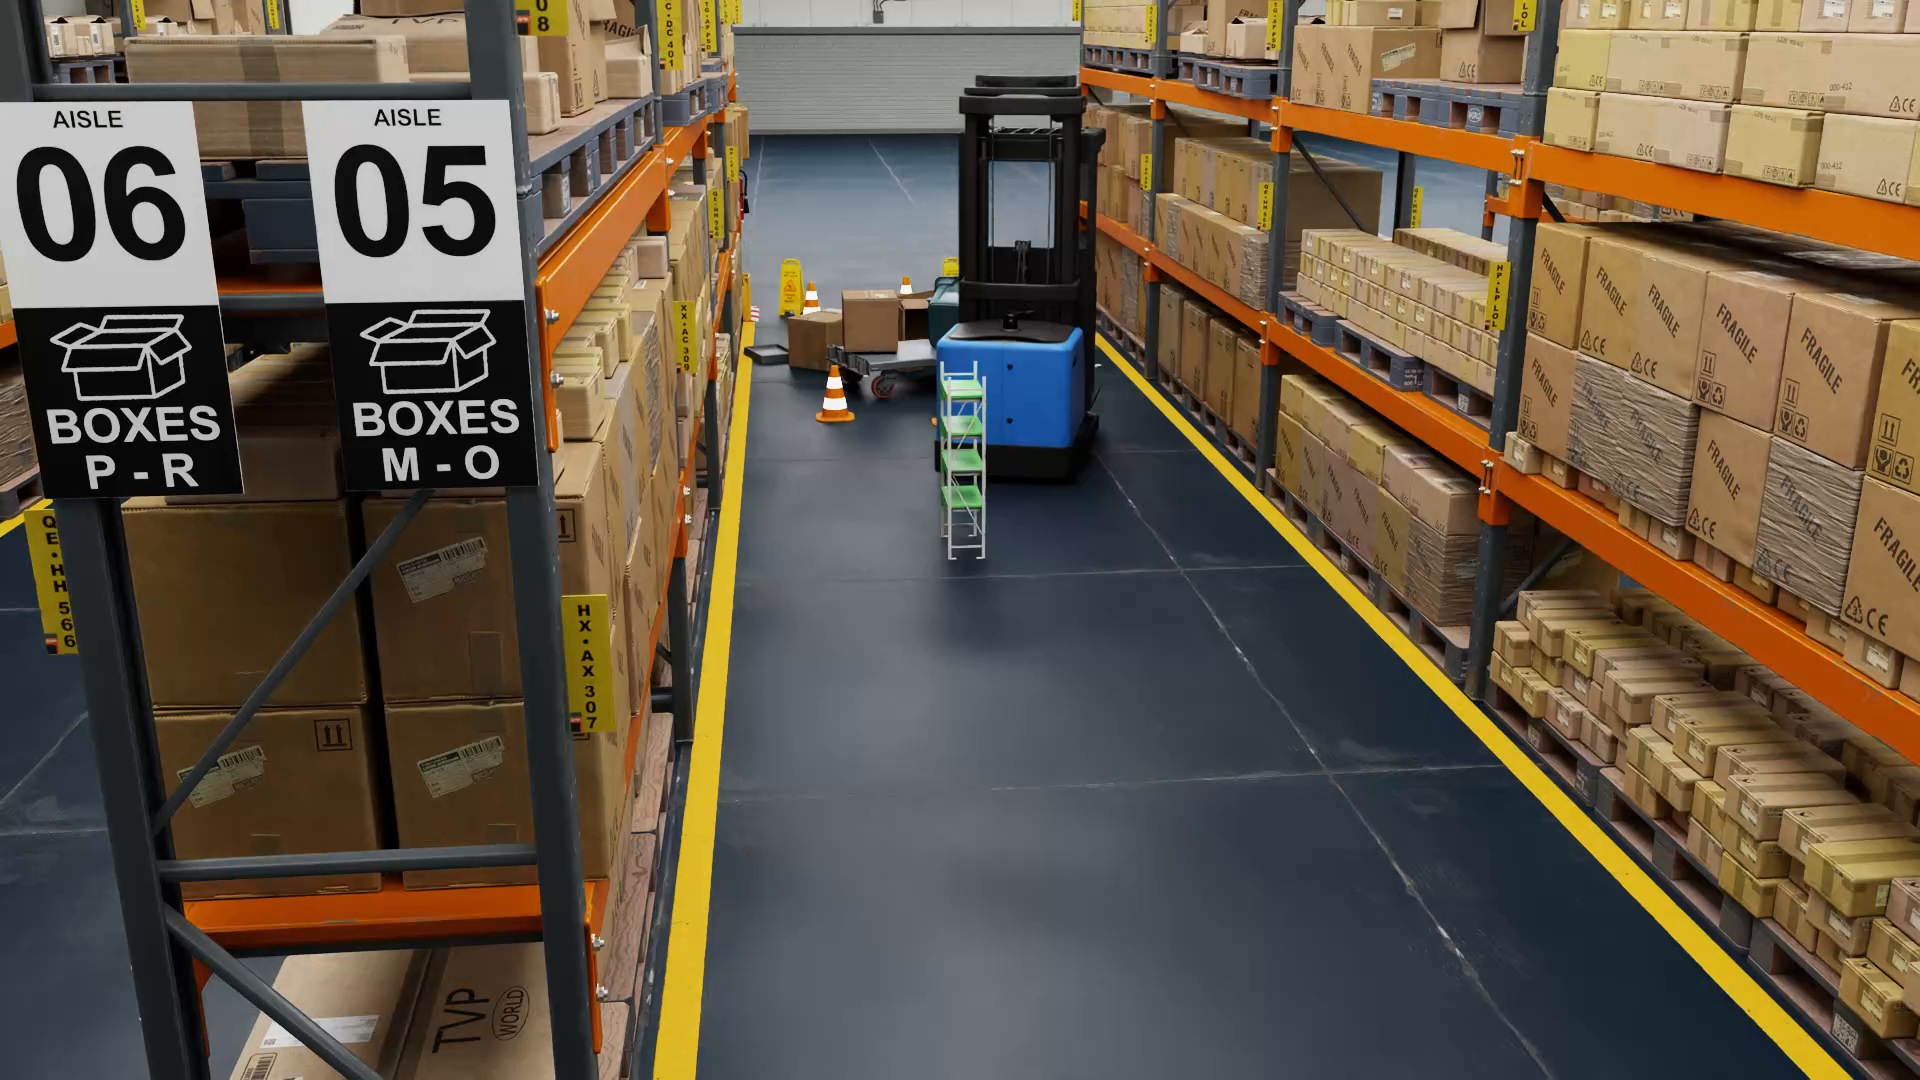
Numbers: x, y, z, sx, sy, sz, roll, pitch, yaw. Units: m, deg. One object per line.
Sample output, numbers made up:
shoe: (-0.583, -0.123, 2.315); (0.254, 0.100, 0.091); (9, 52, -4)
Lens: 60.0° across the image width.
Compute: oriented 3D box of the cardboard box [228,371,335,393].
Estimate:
cardboard box: (-1.777, -0.341, 4.335); (0.380, 0.149, 0.250); (-2, 18, -6)

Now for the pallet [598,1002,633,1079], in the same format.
pallet: (-1.540, 1.838, 4.969); (1.003, 0.211, 1.213); (-2, 18, -6)

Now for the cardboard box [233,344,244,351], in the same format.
cardboard box: (-7.411, -2.023, 16.504); (0.500, 0.250, 0.500); (-1, 17, -5)

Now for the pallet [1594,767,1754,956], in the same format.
pallet: (3.354, 1.263, 6.803); (1.003, 0.211, 1.213); (-2, 18, -6)

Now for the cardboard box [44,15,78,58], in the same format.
cardboard box: (-7.158, -3.877, 12.791); (0.500, 0.311, 0.500); (-2, 18, -8)

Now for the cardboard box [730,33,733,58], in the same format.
cardboard box: (-2.601, -5.076, 17.085); (0.500, 0.250, 0.500); (-1, 17, -4)

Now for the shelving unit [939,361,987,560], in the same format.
shelving unit: (0.017, -0.523, 10.840); (0.258, 1.200, 0.503); (-2, 18, -6)

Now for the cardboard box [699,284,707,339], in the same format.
cardboard box: (-1.773, -1.366, 9.935); (0.500, 0.250, 0.500); (-2, 18, -7)

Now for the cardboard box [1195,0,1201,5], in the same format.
cardboard box: (2.516, -5.300, 16.265); (0.380, 0.149, 0.250); (-2, 18, -7)

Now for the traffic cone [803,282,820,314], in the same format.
traffic cone: (-1.703, -2.725, 19.083); (0.336, 0.463, 0.334); (-2, 18, -6)

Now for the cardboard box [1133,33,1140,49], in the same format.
cardboard box: (1.885, -4.825, 16.080); (0.380, 0.149, 0.250); (-2, 17, -5)

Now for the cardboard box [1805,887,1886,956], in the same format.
cardboard box: (3.139, 1.275, 5.669); (0.380, 0.149, 0.250); (-2, 18, -8)

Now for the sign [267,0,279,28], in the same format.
sign: (-7.426, -5.697, 17.963); (0.100, 0.325, 0.005); (-2, 18, -6)

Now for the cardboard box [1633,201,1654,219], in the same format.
cardboard box: (7.254, -3.463, 16.537); (0.875, 0.500, 0.500); (-2, 18, -6)

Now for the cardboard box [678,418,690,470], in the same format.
cardboard box: (-1.576, -0.516, 8.063); (0.500, 0.250, 0.500); (-2, 18, -7)

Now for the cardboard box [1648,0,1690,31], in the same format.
cardboard box: (2.968, -2.091, 6.573); (0.380, 0.149, 0.250); (-2, 18, -7)

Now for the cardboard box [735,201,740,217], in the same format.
cardboard box: (-2.581, -3.574, 17.972); (0.380, 0.149, 0.250); (-1, 17, -5)

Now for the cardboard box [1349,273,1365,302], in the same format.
cardboard box: (2.670, -1.586, 10.441); (0.380, 0.149, 0.250); (-2, 18, -6)

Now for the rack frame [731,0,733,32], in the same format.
rack frame: (-3.030, -6.886, 18.086); (1.000, 3.000, 0.127); (-2, 18, -6)

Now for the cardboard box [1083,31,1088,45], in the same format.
cardboard box: (1.599, -5.654, 18.721); (0.380, 0.149, 0.250); (-2, 18, -5)

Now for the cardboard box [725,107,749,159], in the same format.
cardboard box: (-2.561, -4.245, 17.357); (0.700, 0.500, 0.500); (-2, 18, -6)

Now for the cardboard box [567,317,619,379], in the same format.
cardboard box: (-1.261, -0.592, 5.135); (0.380, 0.149, 0.250); (-2, 18, -5)

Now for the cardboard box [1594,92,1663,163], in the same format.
cardboard box: (2.967, -1.696, 6.813); (0.500, 0.250, 0.500); (-2, 18, -6)

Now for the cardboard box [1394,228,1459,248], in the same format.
cardboard box: (3.215, -2.055, 11.441); (0.380, 0.149, 0.250); (-2, 18, -8)

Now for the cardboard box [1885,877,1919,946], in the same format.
cardboard box: (3.258, 1.210, 5.380); (0.380, 0.149, 0.250); (-1, 17, -5)

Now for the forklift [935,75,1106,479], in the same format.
forklift: (0.574, -2.254, 13.464); (1.130, 2.935, 3.031); (3, 18, 10)

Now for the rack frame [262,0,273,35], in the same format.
rack frame: (-7.967, -6.731, 17.594); (1.000, 3.000, 0.127); (-2, 18, -6)

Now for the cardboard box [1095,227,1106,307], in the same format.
cardboard box: (2.018, -3.193, 19.186); (0.875, 0.875, 0.875); (-2, 18, -5)

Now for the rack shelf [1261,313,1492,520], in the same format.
rack shelf: (2.914, -0.884, 10.185); (1.077, 0.370, 4.000); (-2, 18, -6)

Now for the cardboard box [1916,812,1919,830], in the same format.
cardboard box: (3.662, 1.041, 5.918); (0.380, 0.149, 0.250); (-3, 18, -8)

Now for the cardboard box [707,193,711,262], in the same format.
cardboard box: (-2.021, -2.171, 11.720); (0.500, 0.500, 0.500); (-2, 18, -7)

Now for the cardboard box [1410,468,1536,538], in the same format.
cardboard box: (2.792, -0.211, 9.061); (0.500, 0.250, 0.500); (-2, 18, -7)

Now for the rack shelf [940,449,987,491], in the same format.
rack shelf: (0.017, -0.462, 10.859); (0.258, 0.148, 0.480); (-2, 18, -6)

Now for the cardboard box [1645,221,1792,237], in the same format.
cardboard box: (3.438, -1.166, 7.551); (0.500, 0.500, 0.500); (-2, 18, -8)

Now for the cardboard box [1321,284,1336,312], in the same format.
cardboard box: (2.609, -1.604, 10.995); (0.380, 0.149, 0.250); (-1, 17, -3)

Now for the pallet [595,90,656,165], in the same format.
pallet: (-1.719, -1.593, 6.383); (1.003, 0.211, 1.213); (-2, 18, -6)

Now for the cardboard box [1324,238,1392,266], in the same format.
cardboard box: (2.614, -1.890, 10.916); (0.380, 0.149, 0.250); (-2, 18, -6)

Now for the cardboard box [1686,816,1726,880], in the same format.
cardboard box: (3.067, 1.186, 6.450); (0.380, 0.149, 0.250); (-1, 17, -5)

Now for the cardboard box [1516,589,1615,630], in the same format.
cardboard box: (2.950, 0.354, 8.107); (0.380, 0.149, 0.250); (-1, 17, -3)

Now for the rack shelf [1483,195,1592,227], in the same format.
rack shelf: (7.033, -3.390, 18.169); (1.077, 0.370, 4.000); (-2, 18, -6)

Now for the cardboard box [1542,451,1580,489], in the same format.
cardboard box: (2.925, -0.342, 7.678); (0.380, 0.149, 0.250); (-1, 17, -4)

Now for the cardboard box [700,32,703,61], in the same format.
cardboard box: (-2.315, -3.919, 13.194); (0.500, 0.250, 0.500); (-2, 17, -5)

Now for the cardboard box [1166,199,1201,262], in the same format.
cardboard box: (2.135, -2.747, 14.752); (0.500, 0.500, 0.500); (-2, 18, -5)

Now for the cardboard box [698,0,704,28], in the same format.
cardboard box: (-2.016, -3.213, 10.522); (0.797, 0.503, 0.637); (-3, 18, -9)

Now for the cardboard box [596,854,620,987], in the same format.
cardboard box: (-1.650, 1.300, 5.606); (0.875, 0.438, 0.875); (-1, 17, -4)

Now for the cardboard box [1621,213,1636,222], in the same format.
cardboard box: (6.942, -3.224, 16.858); (0.380, 0.149, 0.250); (-2, 18, -6)

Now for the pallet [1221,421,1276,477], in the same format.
pallet: (2.702, -0.730, 13.149); (1.003, 0.211, 1.213); (-2, 18, -6)

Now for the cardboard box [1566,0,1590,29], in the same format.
cardboard box: (2.910, -2.325, 7.318); (0.380, 0.149, 0.250); (-2, 18, -7)

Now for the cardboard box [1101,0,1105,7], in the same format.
cardboard box: (1.705, -5.734, 17.646); (0.380, 0.149, 0.250); (-2, 18, -7)

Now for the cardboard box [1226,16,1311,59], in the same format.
cardboard box: (2.302, -3.762, 12.424); (0.500, 0.311, 0.500); (-2, 18, -6)

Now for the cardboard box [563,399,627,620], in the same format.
cardboard box: (-1.207, -0.087, 4.609); (0.500, 0.500, 0.500); (-2, 18, -7)

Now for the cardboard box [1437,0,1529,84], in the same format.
cardboard box: (3.092, -2.776, 9.131); (0.797, 0.503, 0.637); (-2, 18, -6)

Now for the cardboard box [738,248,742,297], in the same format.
cardboard box: (-2.631, -2.884, 17.992); (0.500, 0.500, 0.500); (-1, 17, -4)

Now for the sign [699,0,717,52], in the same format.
sign: (-1.652, -3.370, 10.901); (0.100, 0.325, 0.005); (-2, 18, -6)
